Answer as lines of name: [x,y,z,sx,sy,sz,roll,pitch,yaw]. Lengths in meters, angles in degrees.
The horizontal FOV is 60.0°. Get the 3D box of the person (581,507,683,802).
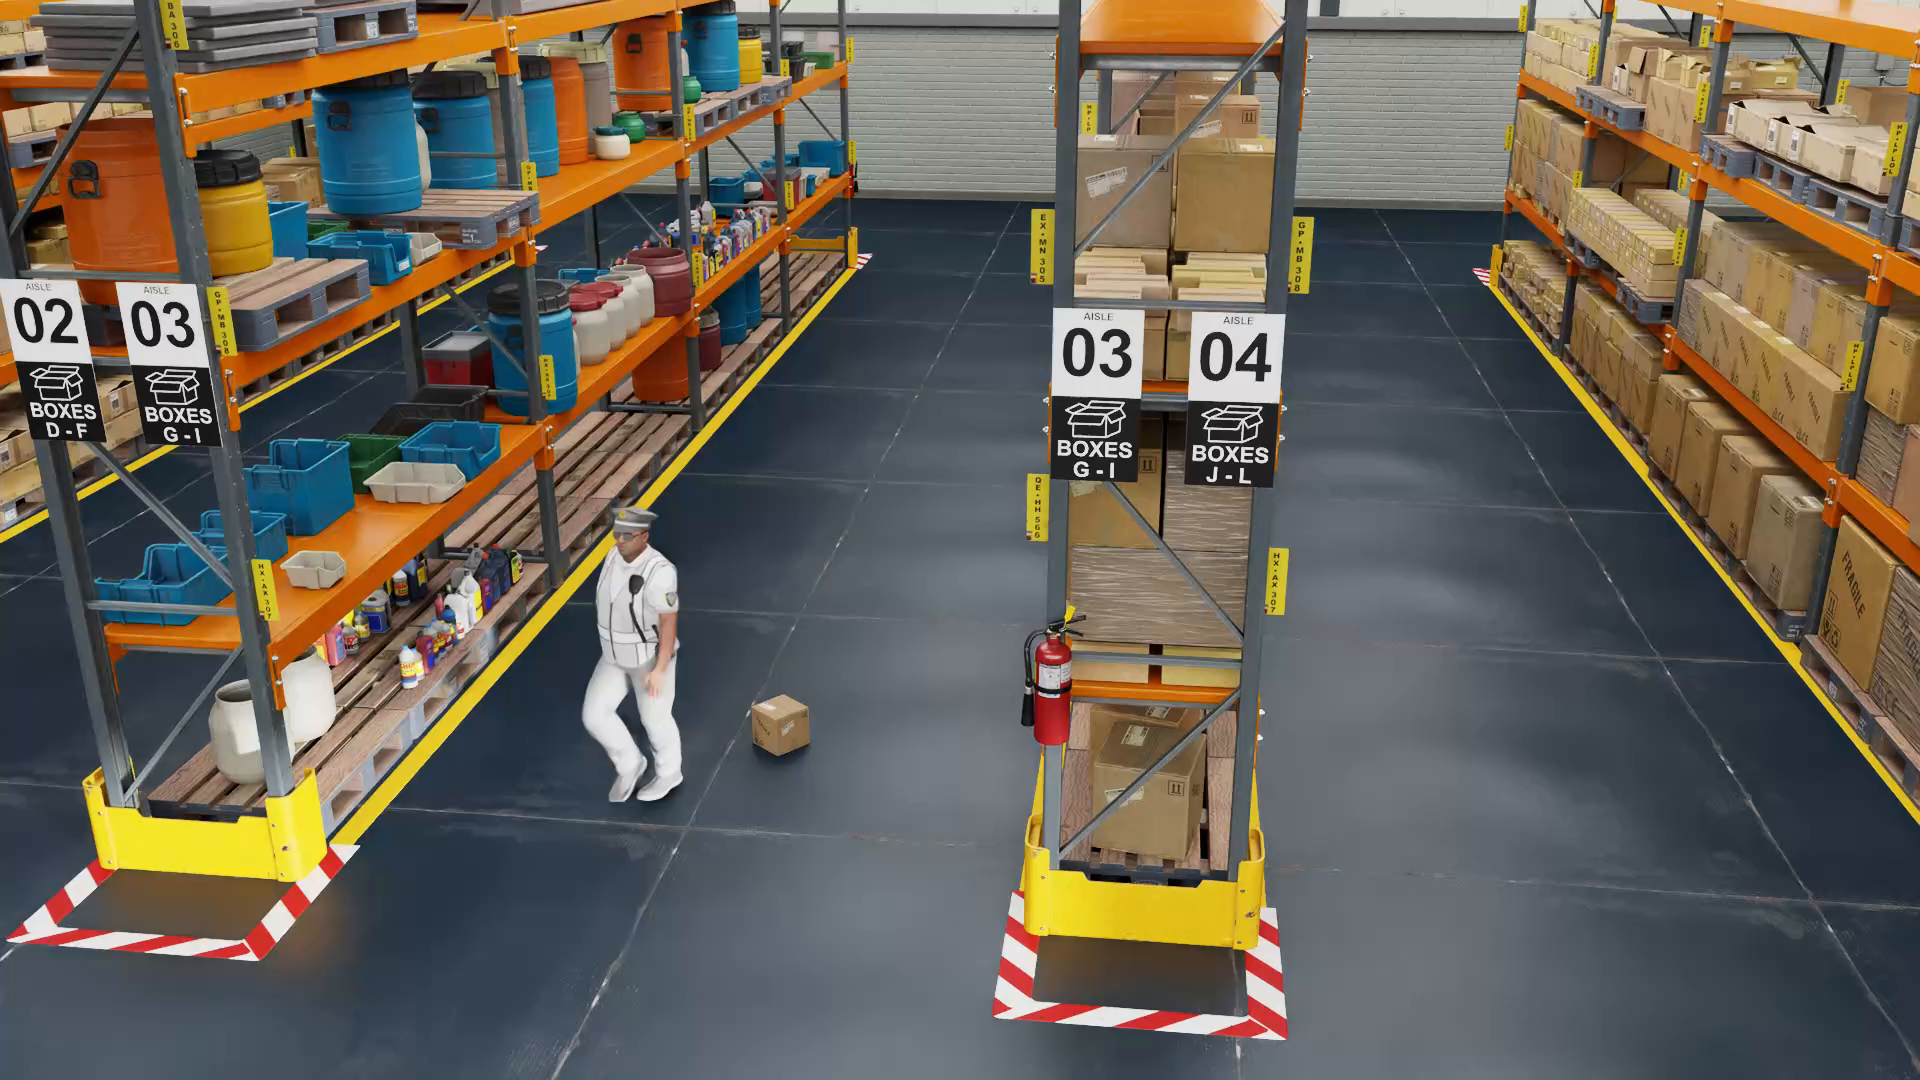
person: [-1.826,0.681,9.294,0.586,1.828,0.499,13,24,30]
